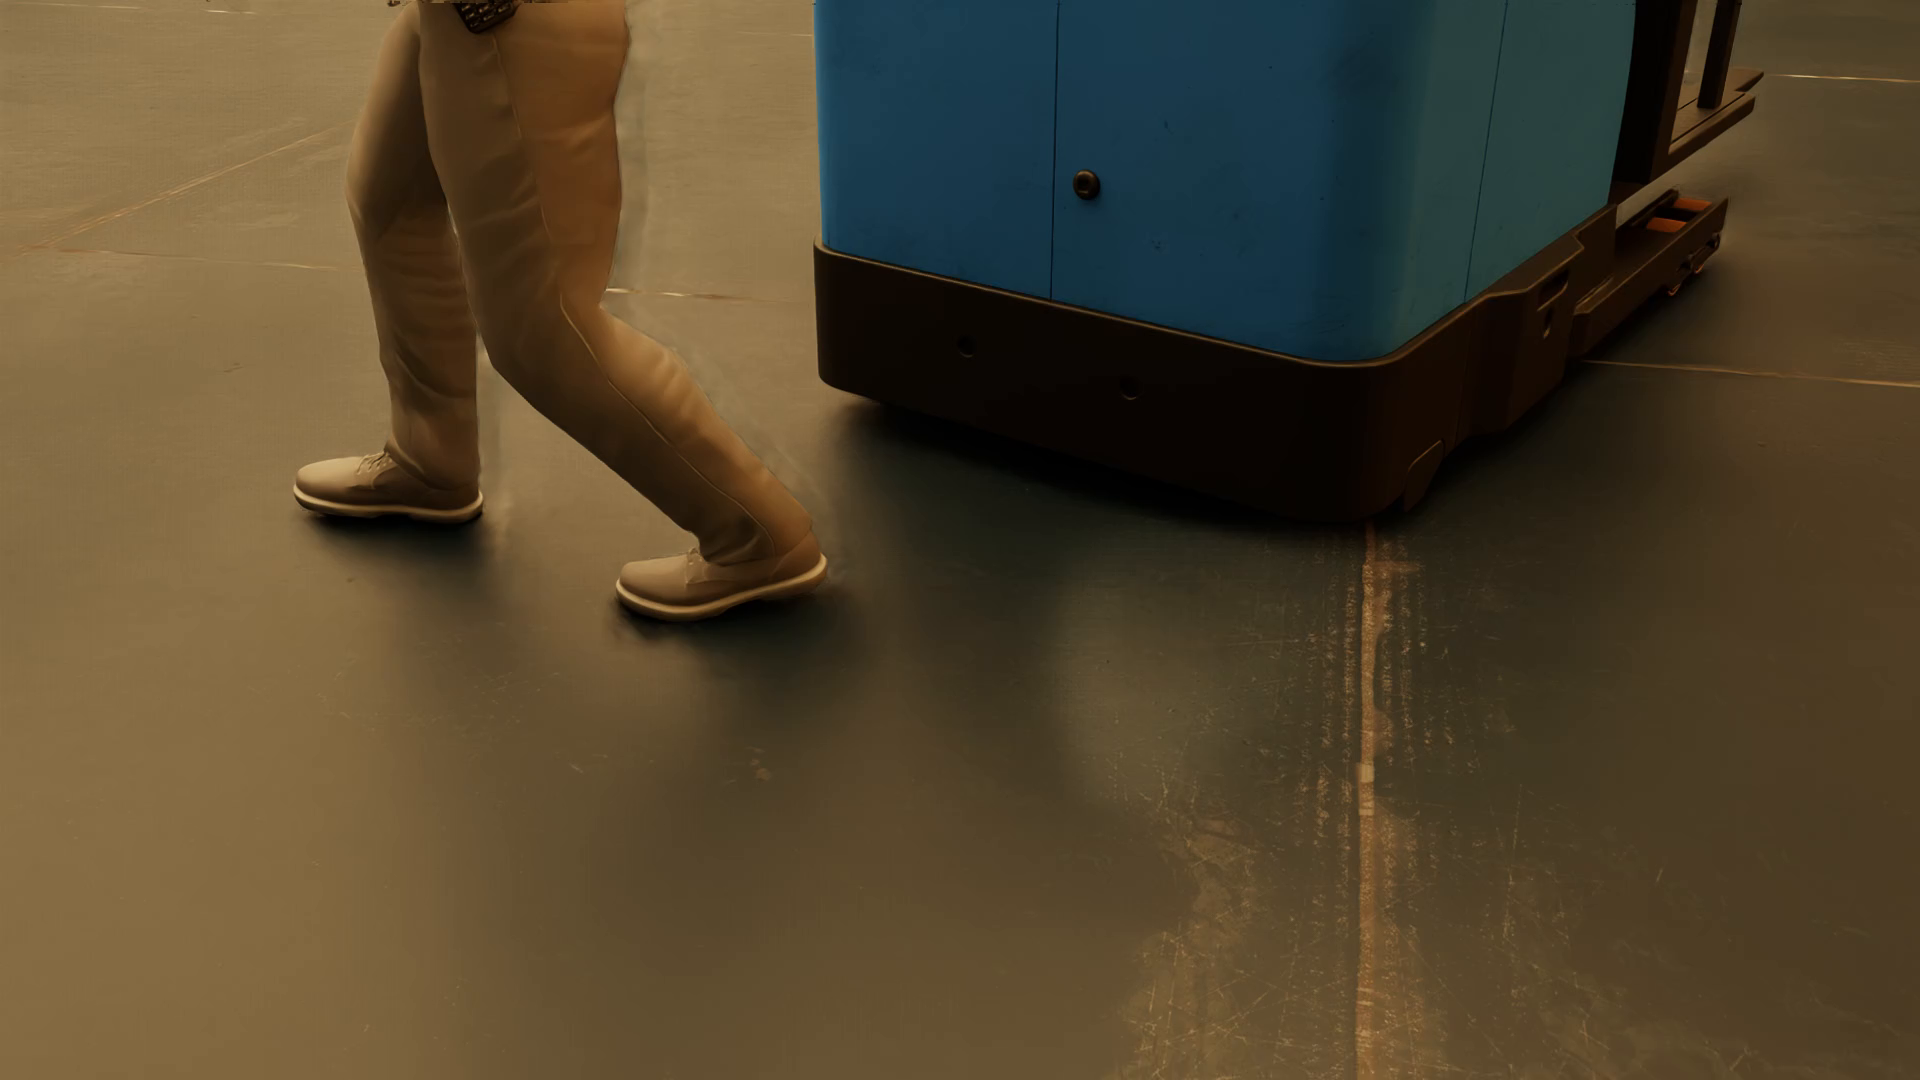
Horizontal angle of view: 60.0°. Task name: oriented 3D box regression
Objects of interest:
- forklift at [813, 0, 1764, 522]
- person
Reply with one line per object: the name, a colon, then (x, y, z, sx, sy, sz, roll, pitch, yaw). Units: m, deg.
forklift: (1.029, -1.939, 3.089, 1.130, 2.935, 3.031, 18, 32, 32)
person: (-0.611, -0.697, 2.132, 0.803, 1.575, 0.623, -3, 27, -7)
